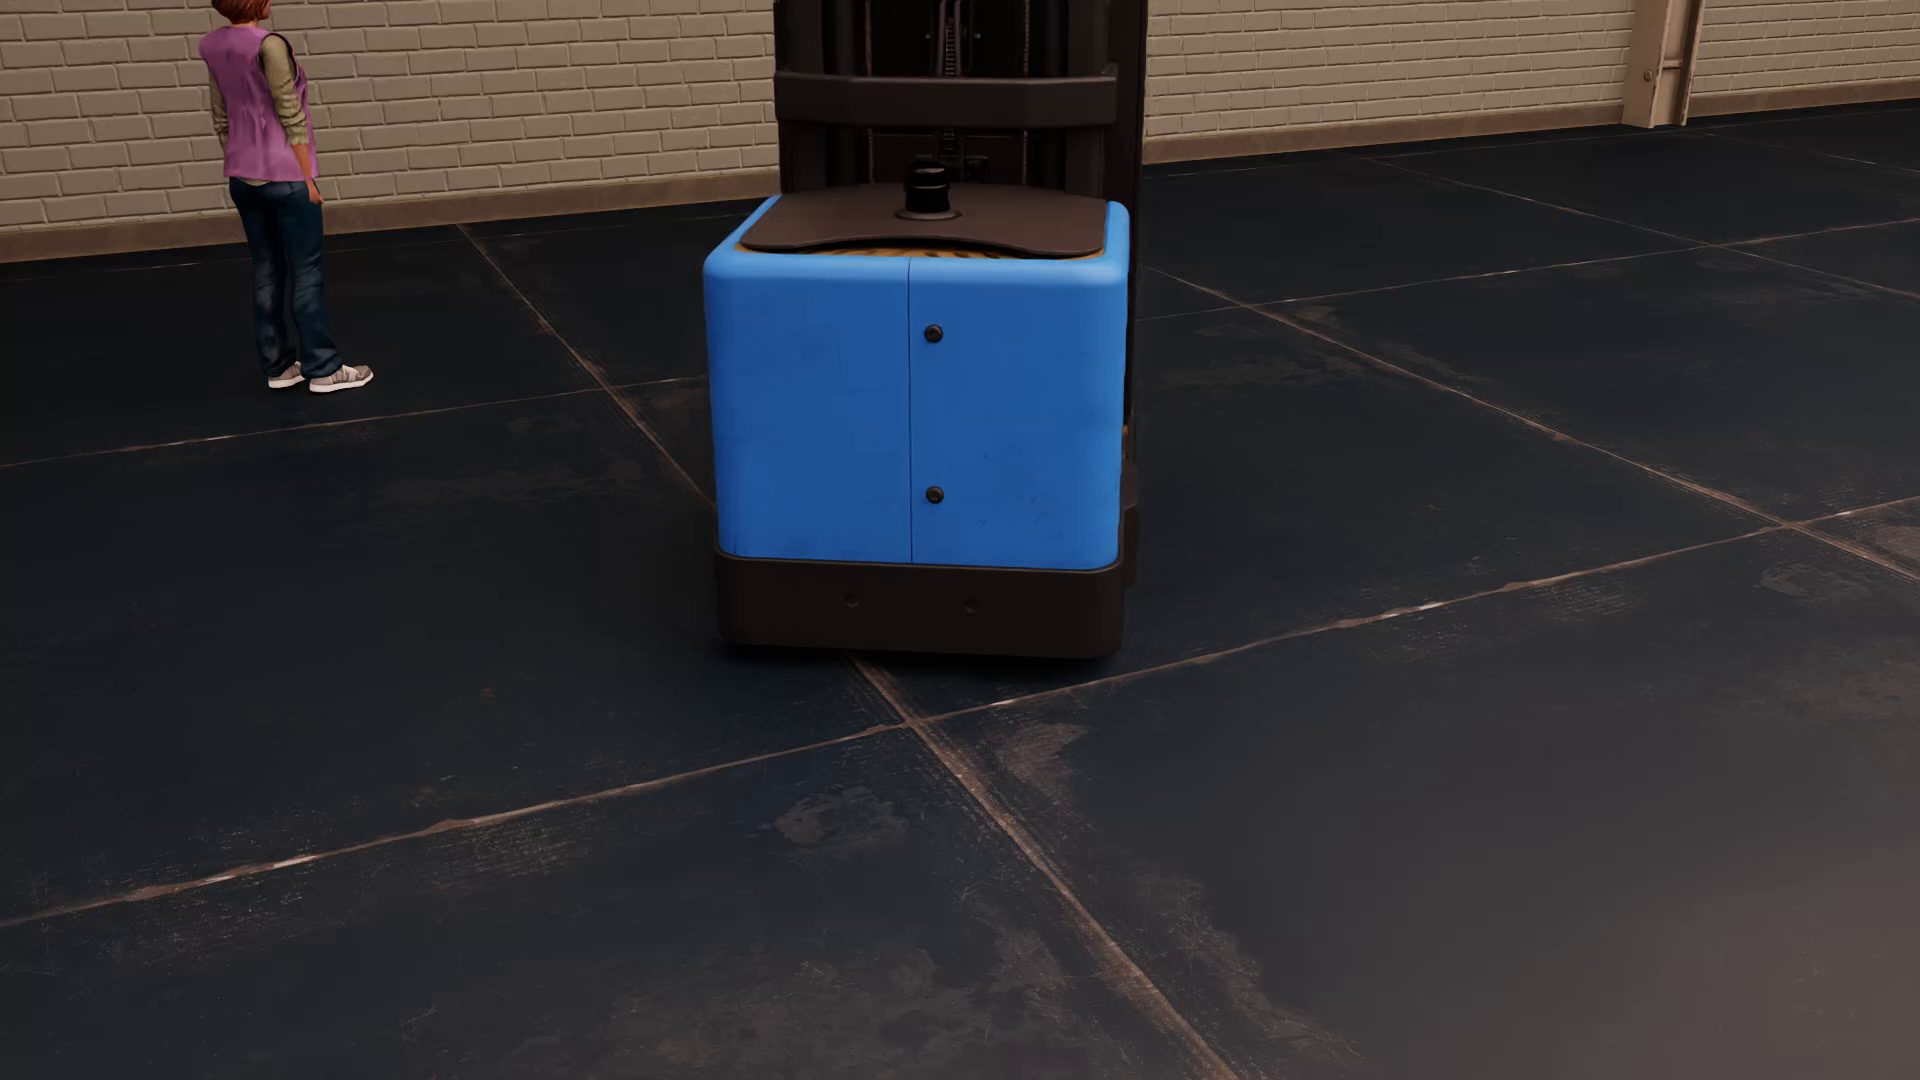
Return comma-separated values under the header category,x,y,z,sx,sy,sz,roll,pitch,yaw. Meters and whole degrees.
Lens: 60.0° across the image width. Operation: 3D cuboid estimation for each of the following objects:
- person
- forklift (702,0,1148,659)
category,x,y,z,sx,sy,sz,roll,pitch,yaw
person,-2.574,-1.341,6.270,0.411,1.587,0.331,9,24,20
forklift,0.025,-1.579,5.088,1.130,2.935,3.031,2,23,5
